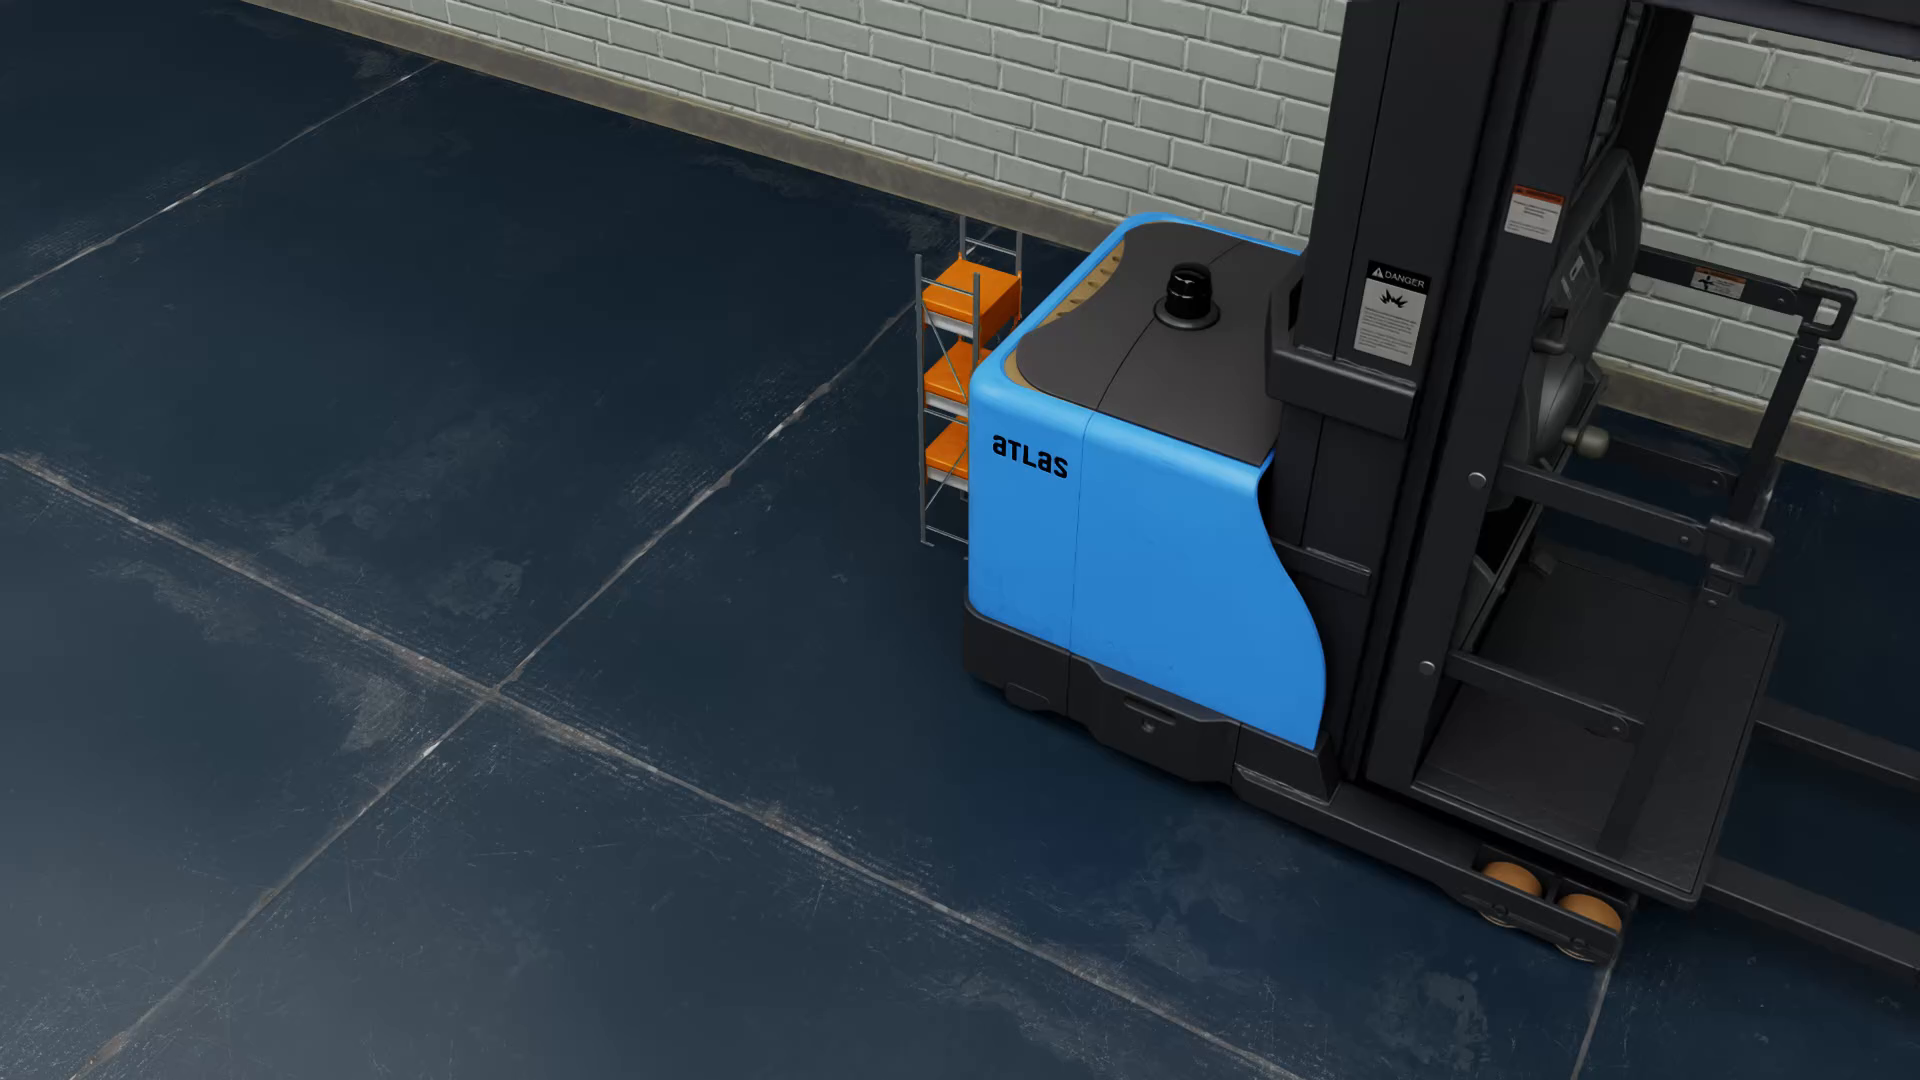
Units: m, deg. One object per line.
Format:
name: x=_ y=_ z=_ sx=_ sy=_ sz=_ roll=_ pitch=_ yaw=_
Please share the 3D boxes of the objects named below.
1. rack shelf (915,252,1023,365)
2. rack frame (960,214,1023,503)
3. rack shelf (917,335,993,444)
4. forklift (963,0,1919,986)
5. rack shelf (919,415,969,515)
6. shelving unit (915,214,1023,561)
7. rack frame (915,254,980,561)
rack shelf: x=0.027 y=-0.630 z=4.757 sx=0.215 sy=0.259 sz=0.240 roll=21 pitch=45 yaw=22
rack frame: x=0.088 y=-0.494 z=5.017 sx=0.200 sy=1.050 sz=0.008 roll=21 pitch=45 yaw=22
rack shelf: x=0.027 y=-0.417 z=4.945 sx=0.215 sy=0.259 sz=0.240 roll=21 pitch=45 yaw=22
forklift: x=1.539 y=-0.474 z=3.571 sx=3.031 sy=2.935 sz=1.130 roll=21 pitch=46 yaw=22
rack shelf: x=0.027 y=-0.208 z=5.128 sx=0.215 sy=0.259 sz=0.240 roll=21 pitch=45 yaw=22
shelving unit: x=0.027 y=-0.425 z=4.938 sx=0.215 sy=1.050 sz=0.252 roll=21 pitch=45 yaw=22
rack frame: x=-0.034 y=-0.355 z=4.859 sx=0.200 sy=1.050 sz=0.008 roll=21 pitch=45 yaw=22
